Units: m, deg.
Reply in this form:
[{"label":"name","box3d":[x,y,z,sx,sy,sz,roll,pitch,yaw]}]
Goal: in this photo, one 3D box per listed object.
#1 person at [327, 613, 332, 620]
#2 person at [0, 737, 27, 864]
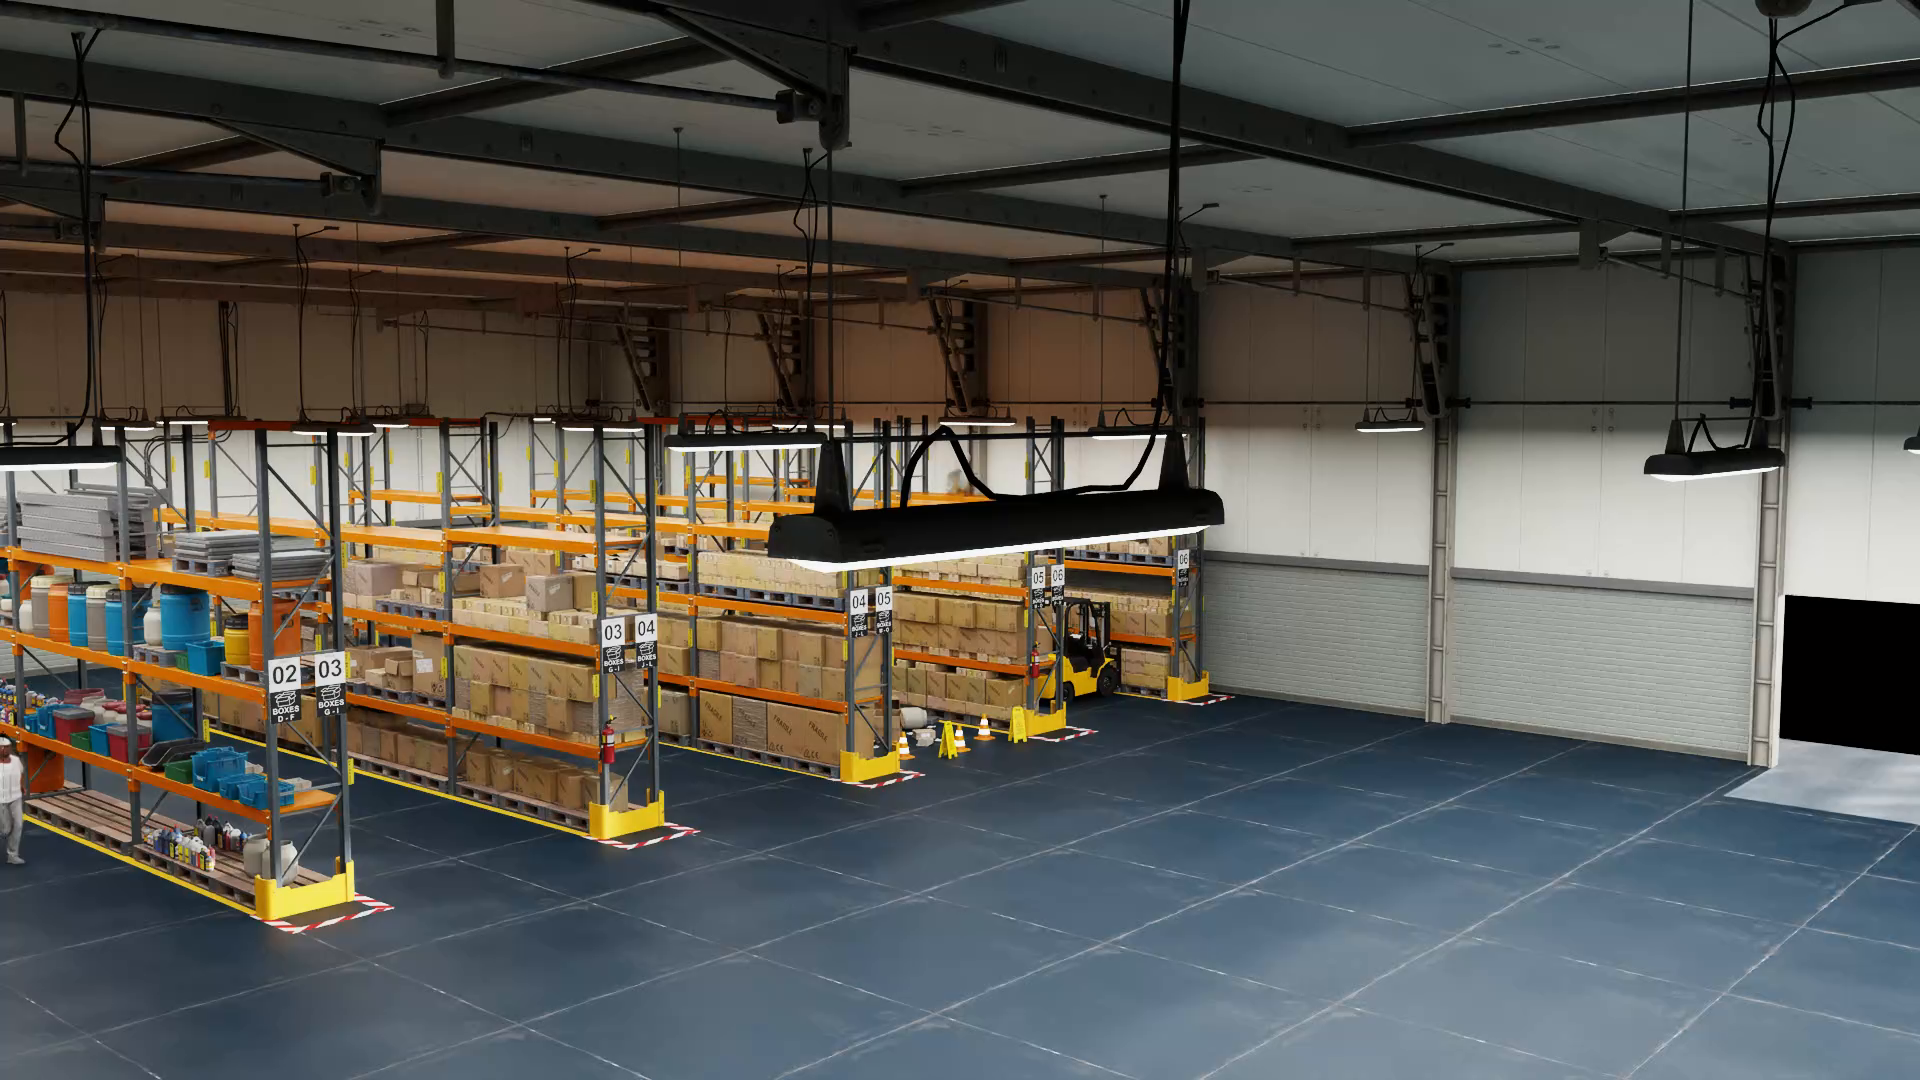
[{"label":"person","box3d":[-14.841,2.291,39.083,0.605,1.619,0.669,5,7,44]},{"label":"person","box3d":[-13.115,3.566,22.823,0.782,1.733,0.718,3,5,29]}]
